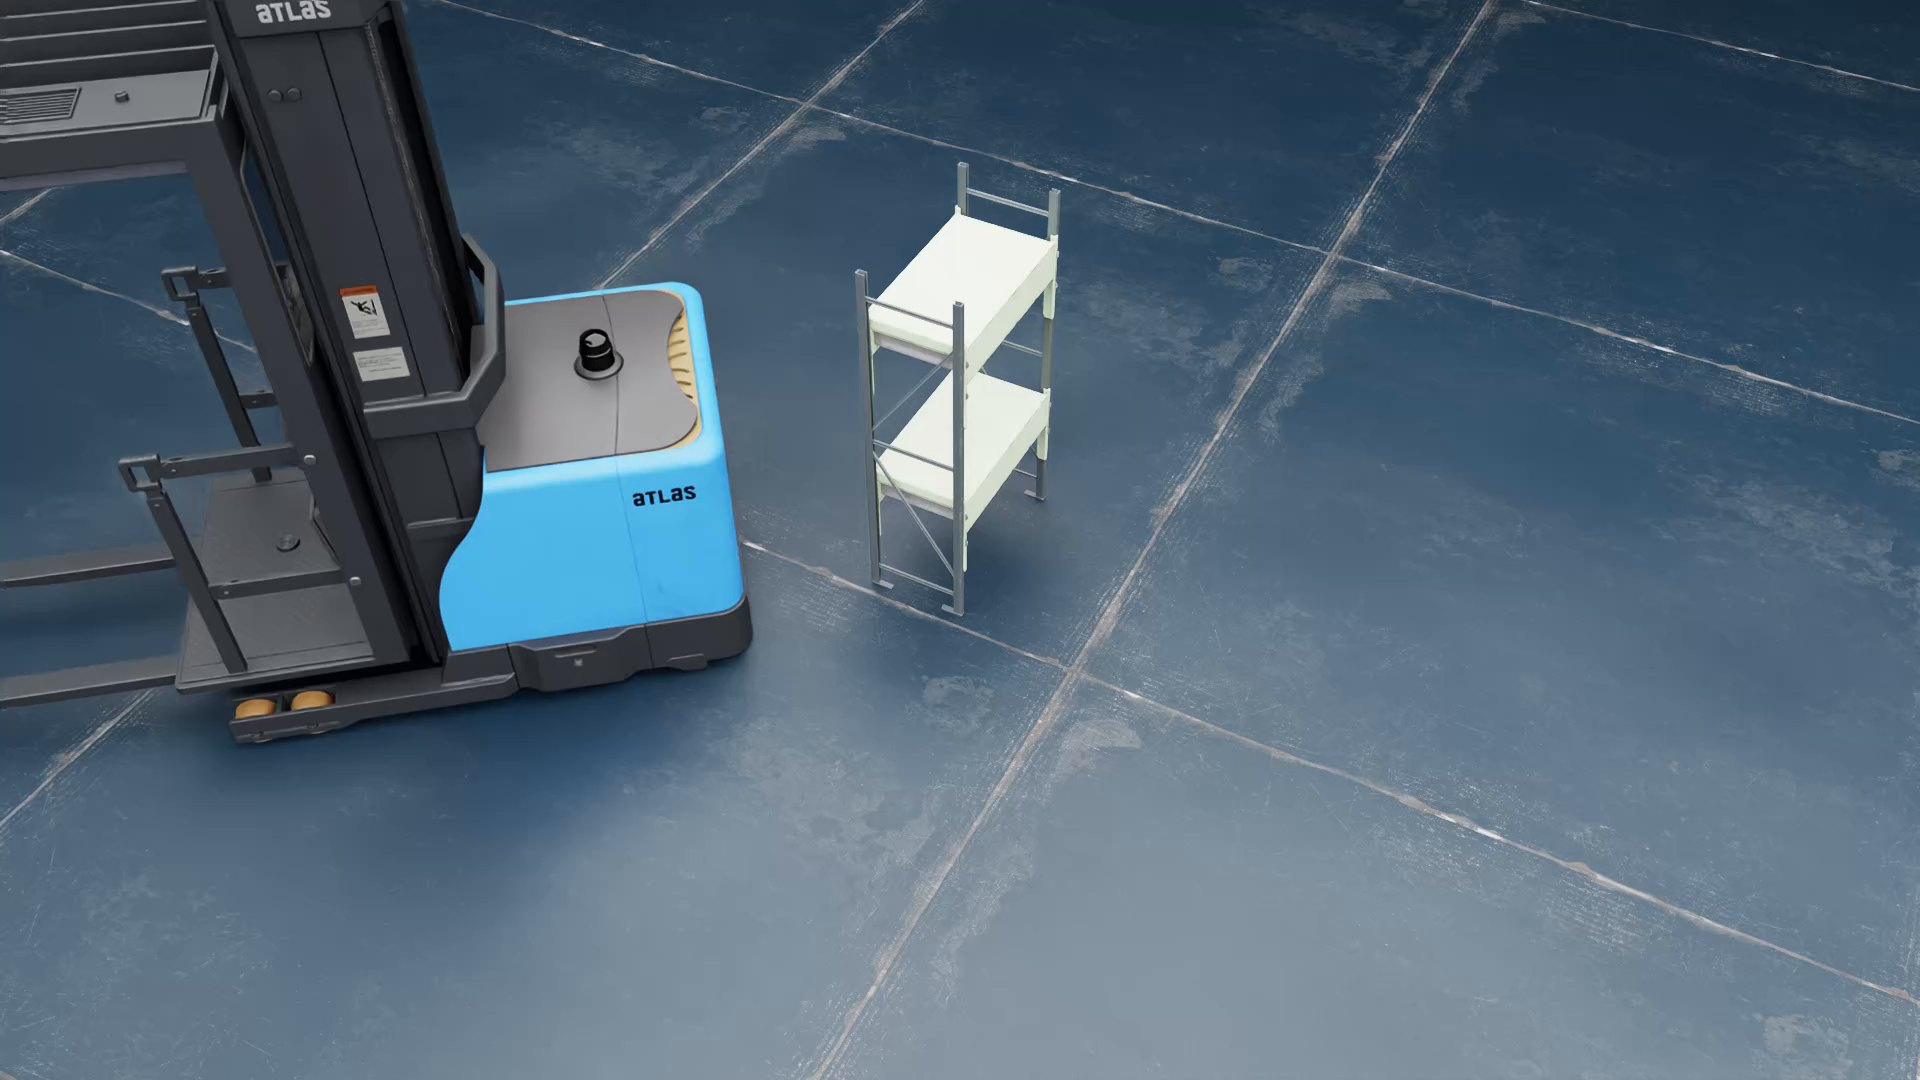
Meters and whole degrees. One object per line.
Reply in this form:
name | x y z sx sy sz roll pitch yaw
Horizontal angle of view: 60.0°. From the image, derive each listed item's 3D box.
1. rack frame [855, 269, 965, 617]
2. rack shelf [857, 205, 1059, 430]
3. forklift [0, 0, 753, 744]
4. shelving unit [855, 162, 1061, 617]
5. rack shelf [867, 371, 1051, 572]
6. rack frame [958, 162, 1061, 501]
rack frame | -0.167 -0.301 5.993 0.400 1.500 0.023 20 49 19
rack shelf | 0.003 -0.806 5.943 0.431 0.370 0.720 20 49 19
forklift | -2.354 -0.709 5.390 3.031 2.935 1.130 -8 46 -8
shelving unit | 0.003 -0.531 6.221 0.431 1.500 0.755 20 49 19
rack shelf | 0.003 -0.302 6.453 0.431 0.370 0.720 20 49 19
rack frame | 0.173 -0.762 6.449 0.400 1.500 0.023 20 49 19
